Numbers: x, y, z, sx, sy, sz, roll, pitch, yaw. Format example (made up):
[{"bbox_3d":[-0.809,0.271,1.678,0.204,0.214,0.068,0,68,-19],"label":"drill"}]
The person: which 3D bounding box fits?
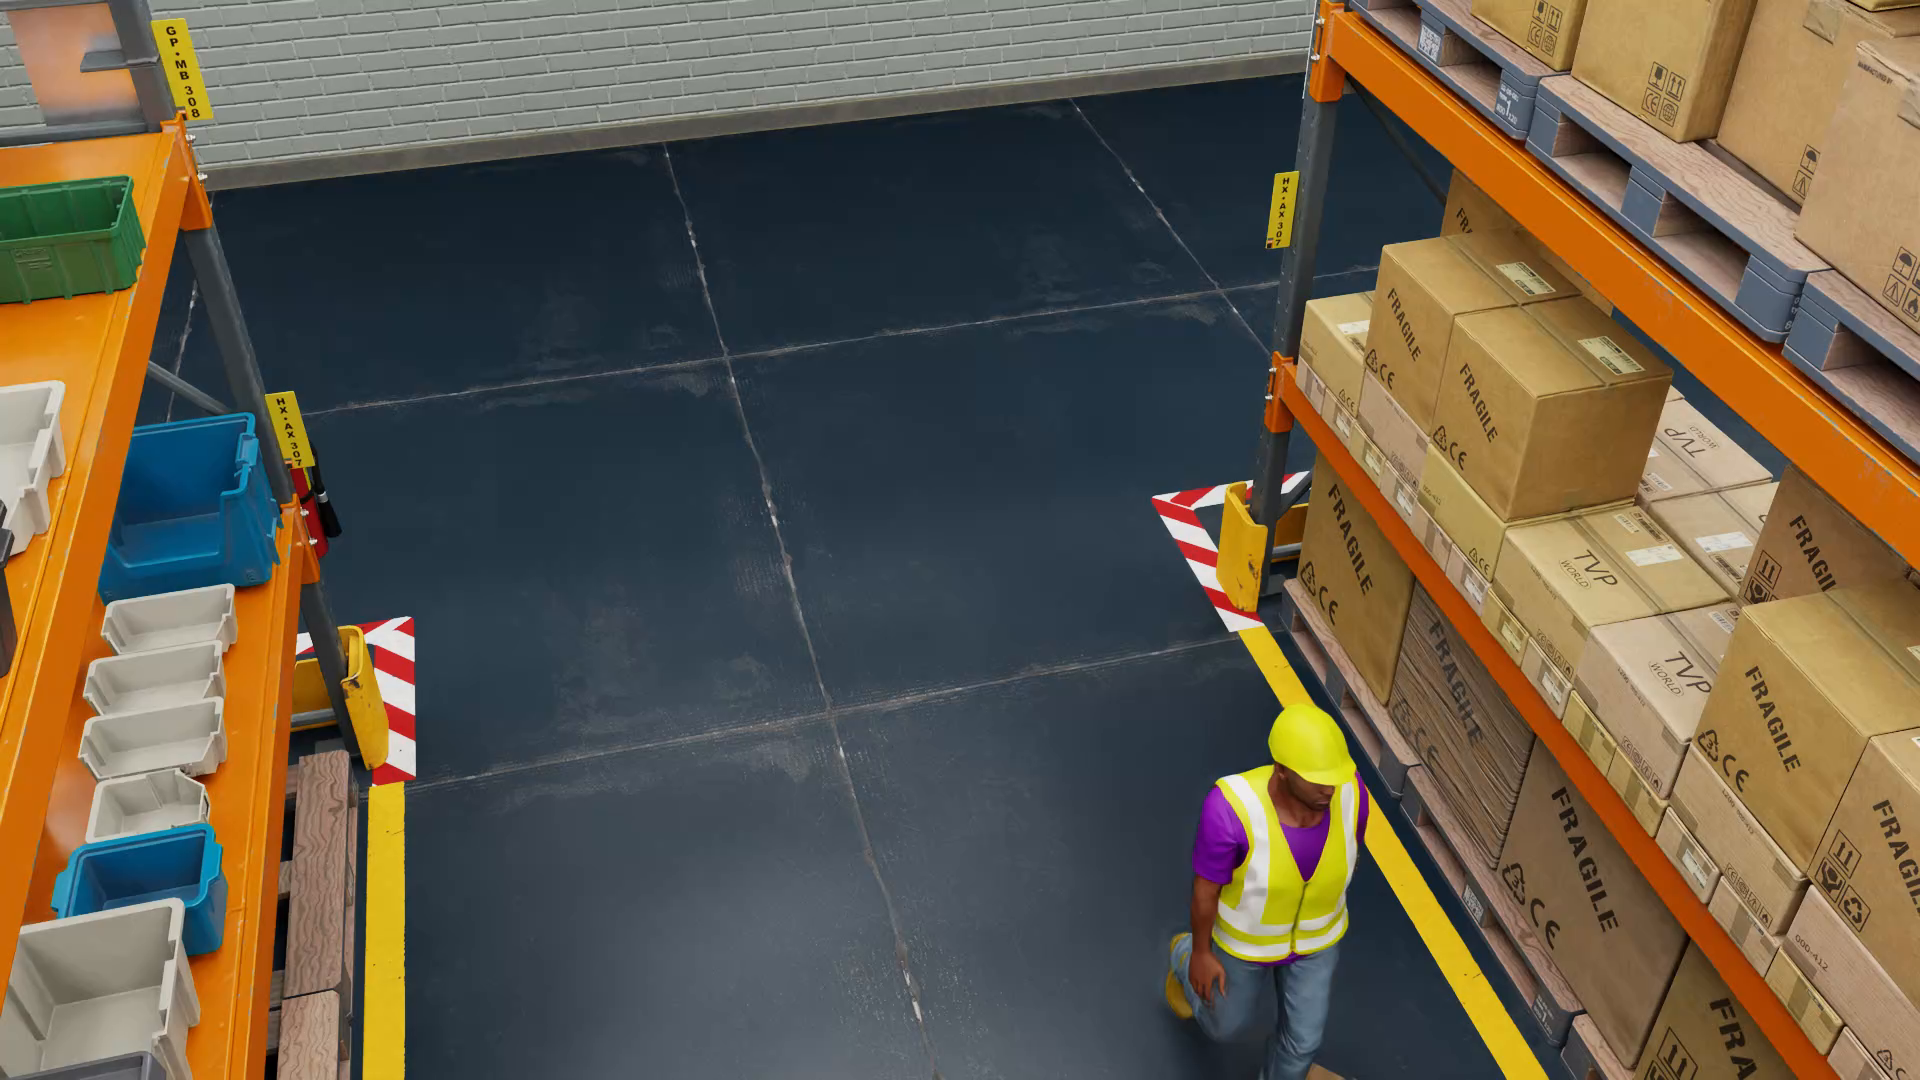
[{"bbox_3d":[0.960,1.163,5.182,0.568,1.743,0.813,-6,38,-8],"label":"person"}]
